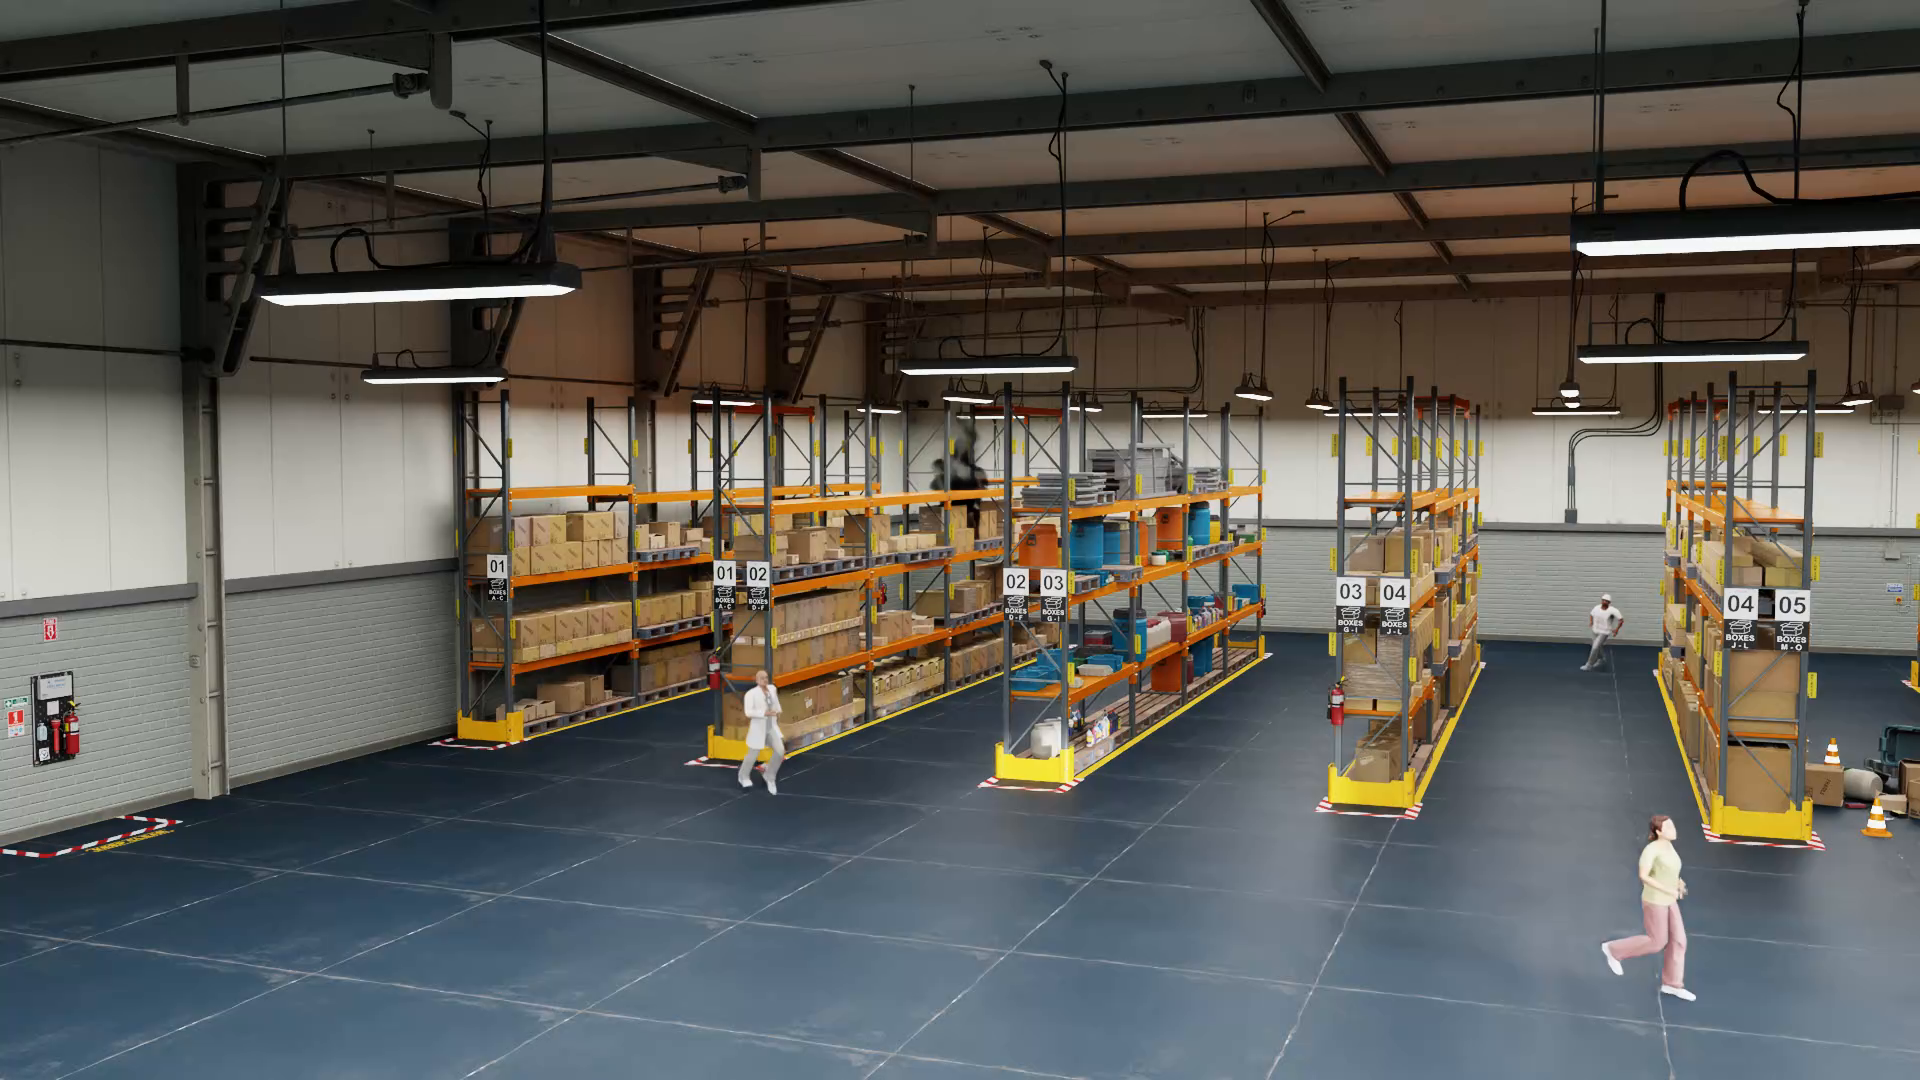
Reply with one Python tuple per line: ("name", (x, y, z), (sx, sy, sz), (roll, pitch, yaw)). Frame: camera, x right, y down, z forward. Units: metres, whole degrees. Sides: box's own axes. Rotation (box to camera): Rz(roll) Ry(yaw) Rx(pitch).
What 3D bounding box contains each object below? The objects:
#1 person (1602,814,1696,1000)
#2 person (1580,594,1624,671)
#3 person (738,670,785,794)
("person", (6.406, 3.343, 15.355), (0.587, 1.662, 0.820), (-3, 4, -44))
("person", (14.345, 2.067, 37.253), (0.961, 1.725, 0.796), (-2, 4, -27))
("person", (-2.858, 2.785, 24.201), (0.727, 1.806, 0.959), (-2, 4, -37))
